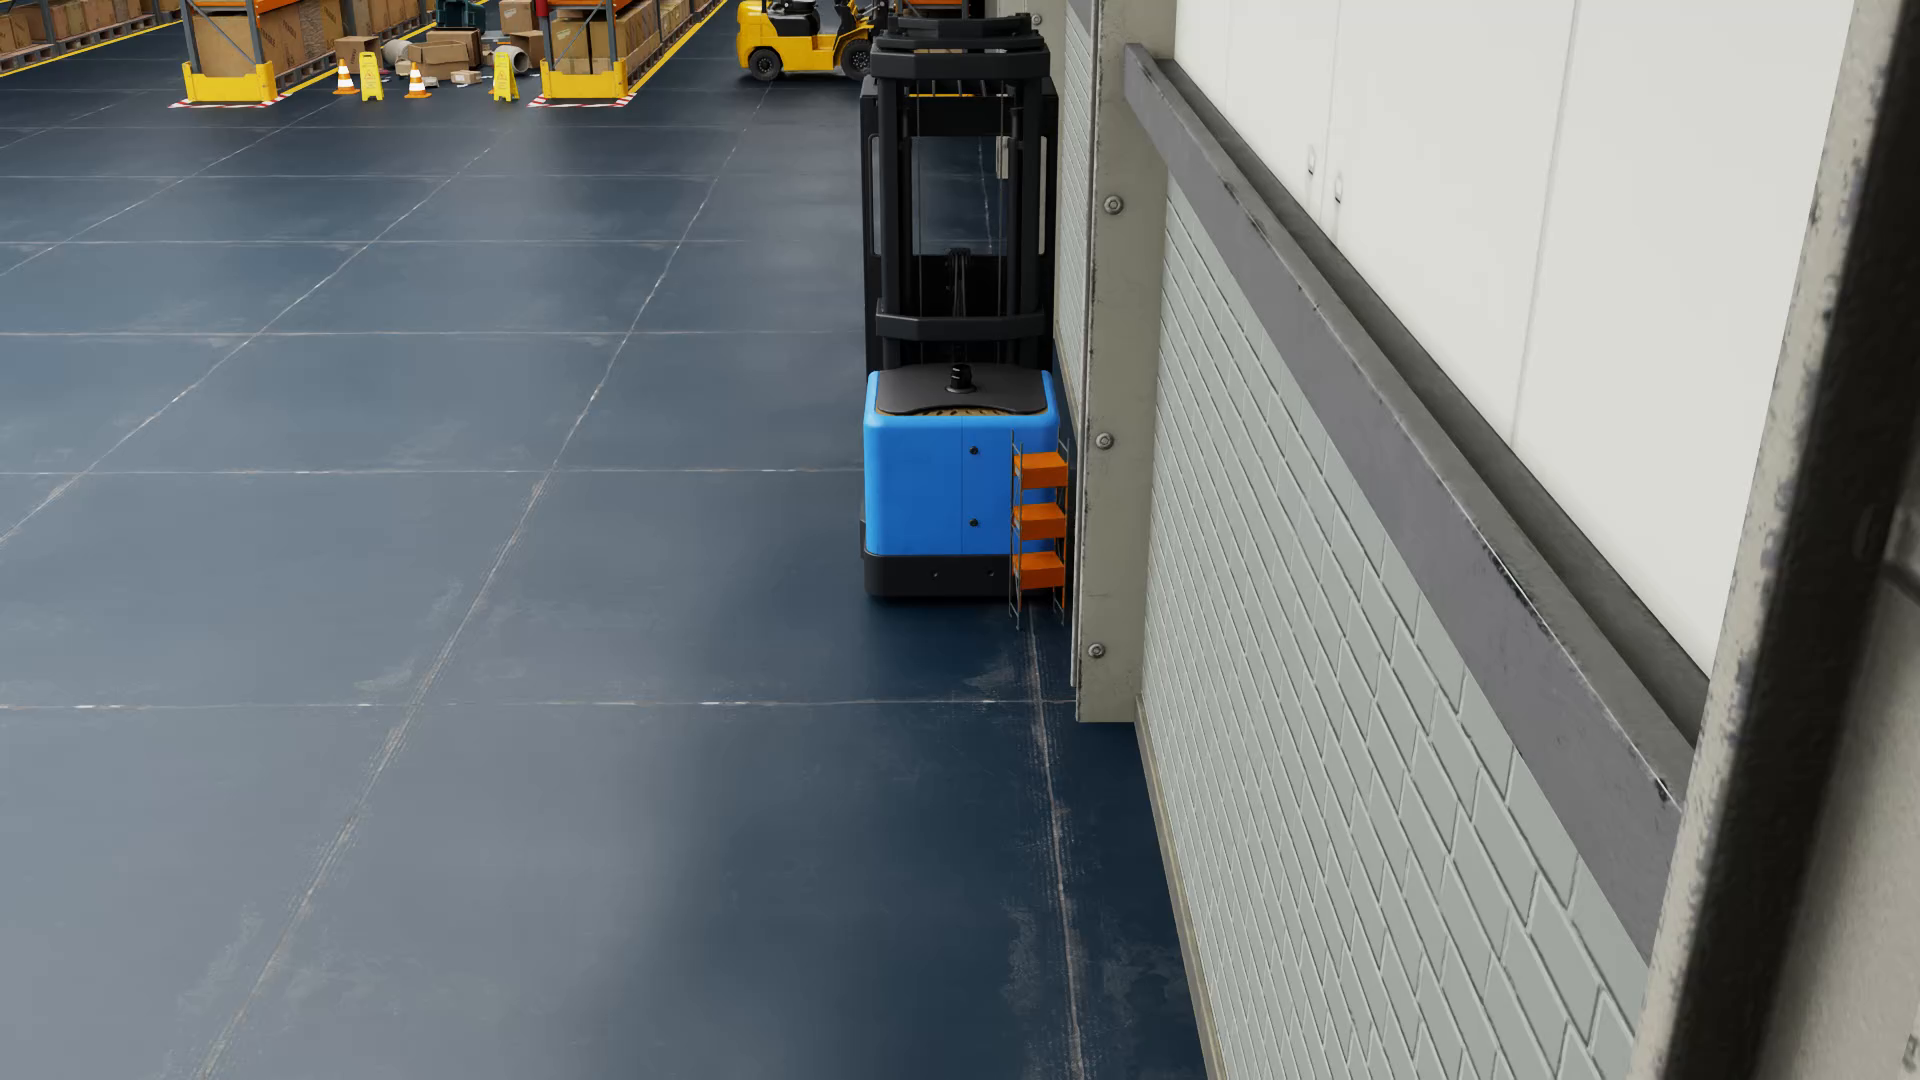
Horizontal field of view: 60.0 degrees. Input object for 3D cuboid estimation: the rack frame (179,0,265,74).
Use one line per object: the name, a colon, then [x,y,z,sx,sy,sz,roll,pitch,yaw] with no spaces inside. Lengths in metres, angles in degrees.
rack frame: [-10.299,-7.628,22.976,1.000,3.000,0.127,0,24,-1]

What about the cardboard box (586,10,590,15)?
cardboard box: [-5.691,-7.851,24.600,0.380,0.149,0.250,0,24,0]

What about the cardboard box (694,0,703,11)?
cardboard box: [-5.362,-10.497,31.388,0.875,0.875,0.875,0,24,-1]

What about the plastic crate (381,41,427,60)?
plastic crate: [-9.031,-7.956,27.043,0.450,0.188,0.662,3,22,31]

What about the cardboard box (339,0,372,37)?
cardboard box: [-10.440,-8.698,27.563,1.050,0.750,0.750,0,24,-1]

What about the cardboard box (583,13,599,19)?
cardboard box: [-5.629,-7.516,24.646,0.500,0.500,0.500,1,24,1]

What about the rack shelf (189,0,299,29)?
rack shelf: [-10.321,-8.125,24.947,1.077,0.370,4.000,0,24,-1]

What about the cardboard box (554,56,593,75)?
cardboard box: [-5.629,-6.972,24.353,0.500,0.250,0.500,0,24,-1]

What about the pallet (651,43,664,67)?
pallet: [-5.352,-7.793,26.725,1.003,0.211,1.213,0,24,-1]

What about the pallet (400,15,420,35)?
pallet: [-10.453,-9.329,30.121,1.003,0.211,1.213,0,24,-1]

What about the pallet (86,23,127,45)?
pallet: [-15.330,-8.850,29.062,1.003,0.211,1.213,0,24,-1]

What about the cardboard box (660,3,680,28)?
cardboard box: [-5.423,-9.133,28.983,0.950,0.372,0.625,1,24,1]

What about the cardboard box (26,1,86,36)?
cardboard box: [-15.275,-8.807,28.082,0.700,0.500,0.500,0,24,-1]

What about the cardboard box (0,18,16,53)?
cardboard box: [-15.326,-7.947,26.206,0.500,0.500,0.500,8,25,16]

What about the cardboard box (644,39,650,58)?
cardboard box: [-5.102,-7.608,25.758,0.500,0.250,0.500,0,24,0]

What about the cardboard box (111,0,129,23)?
cardboard box: [-15.301,-9.501,29.617,0.700,0.500,0.500,-2,24,-5]

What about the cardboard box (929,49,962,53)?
cardboard box: [-0.185,-7.077,23.978,0.500,0.250,0.500,0,24,0]

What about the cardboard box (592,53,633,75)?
cardboard box: [-5.083,-6.964,24.335,0.500,0.250,0.500,0,24,-1]

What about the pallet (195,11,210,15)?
pallet: [-15.291,-10.500,32.710,1.003,0.211,1.213,0,24,-1]

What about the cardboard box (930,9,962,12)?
cardboard box: [-0.206,-7.932,25.262,0.500,0.250,0.500,-1,24,-2]

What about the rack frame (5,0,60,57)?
rack frame: [-15.304,-9.296,26.664,1.000,3.000,0.127,0,24,-1]

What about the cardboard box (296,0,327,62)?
cardboard box: [-10.392,-7.869,25.577,0.875,0.875,0.875,0,24,0]

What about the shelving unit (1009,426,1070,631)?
shelving unit: [0.406,-0.054,8.596,0.252,1.050,0.215,-5,25,-11]

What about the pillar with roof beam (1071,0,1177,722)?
pillar with roof beam: [-3.602,-3.304,6.135,9.100,9.000,0.400,0,24,-1]

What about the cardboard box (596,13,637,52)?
cardboard box: [-5.094,-7.531,24.679,0.500,0.500,0.500,-1,24,-3]

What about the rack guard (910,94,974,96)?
rack guard: [-0.387,-6.567,23.664,1.175,0.500,0.348,0,24,-1]

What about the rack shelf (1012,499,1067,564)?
rack shelf: [0.406,-0.045,8.601,0.240,0.259,0.215,-5,25,-11]

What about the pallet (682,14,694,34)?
pallet: [-5.431,-9.396,30.269,1.003,0.211,1.213,0,24,-1]

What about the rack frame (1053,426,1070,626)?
rack frame: [0.525,-0.065,8.620,0.008,1.050,0.200,-5,25,-11]

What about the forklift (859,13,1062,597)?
forklift: [-0.008,-1.592,9.713,1.130,2.935,3.031,0,24,-1]

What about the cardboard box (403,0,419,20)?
cardboard box: [-10.470,-9.840,30.087,1.050,0.750,0.750,-1,24,-1]

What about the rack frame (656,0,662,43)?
rack frame: [-5.394,-9.340,26.762,1.000,3.000,0.127,0,24,-1]

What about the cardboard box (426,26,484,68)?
cardboard box: [-7.920,-7.714,26.031,0.797,0.637,0.503,0,24,-1]

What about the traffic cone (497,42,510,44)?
traffic cone: [-7.811,-8.804,28.655,0.336,0.463,0.334,0,24,-1]

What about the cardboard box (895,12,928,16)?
cardboard box: [-0.731,-7.717,24.786,0.500,0.250,0.500,0,24,0]

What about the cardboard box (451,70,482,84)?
cardboard box: [-7.385,-6.924,24.879,0.380,0.149,0.250,13,27,27]

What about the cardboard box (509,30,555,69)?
cardboard box: [-6.743,-7.755,26.287,0.500,0.500,0.500,19,30,35]

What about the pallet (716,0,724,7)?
pallet: [-5.398,-11.049,33.923,1.003,0.211,1.213,0,24,-1]

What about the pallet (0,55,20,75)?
pallet: [-15.245,-7.245,25.512,1.003,0.211,1.213,0,24,-1]

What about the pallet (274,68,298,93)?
pallet: [-10.386,-6.687,24.279,1.003,0.211,1.213,0,24,-1]

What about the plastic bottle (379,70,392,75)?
plastic bottle: [-8.900,-7.202,25.600,0.283,0.061,0.133,-9,26,-19]

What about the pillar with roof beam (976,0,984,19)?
pillar with roof beam: [-3.864,-13.193,28.001,9.100,9.000,0.400,0,24,-1]

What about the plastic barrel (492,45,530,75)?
plastic barrel: [-6.887,-7.363,25.515,0.512,0.421,0.421,19,30,35]

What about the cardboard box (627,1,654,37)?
cardboard box: [-5.112,-8.168,26.088,0.500,0.500,0.500,0,24,0]

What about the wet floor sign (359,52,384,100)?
wet floor sign: [-8.319,-6.553,23.455,0.267,0.644,0.232,-4,25,-10]
